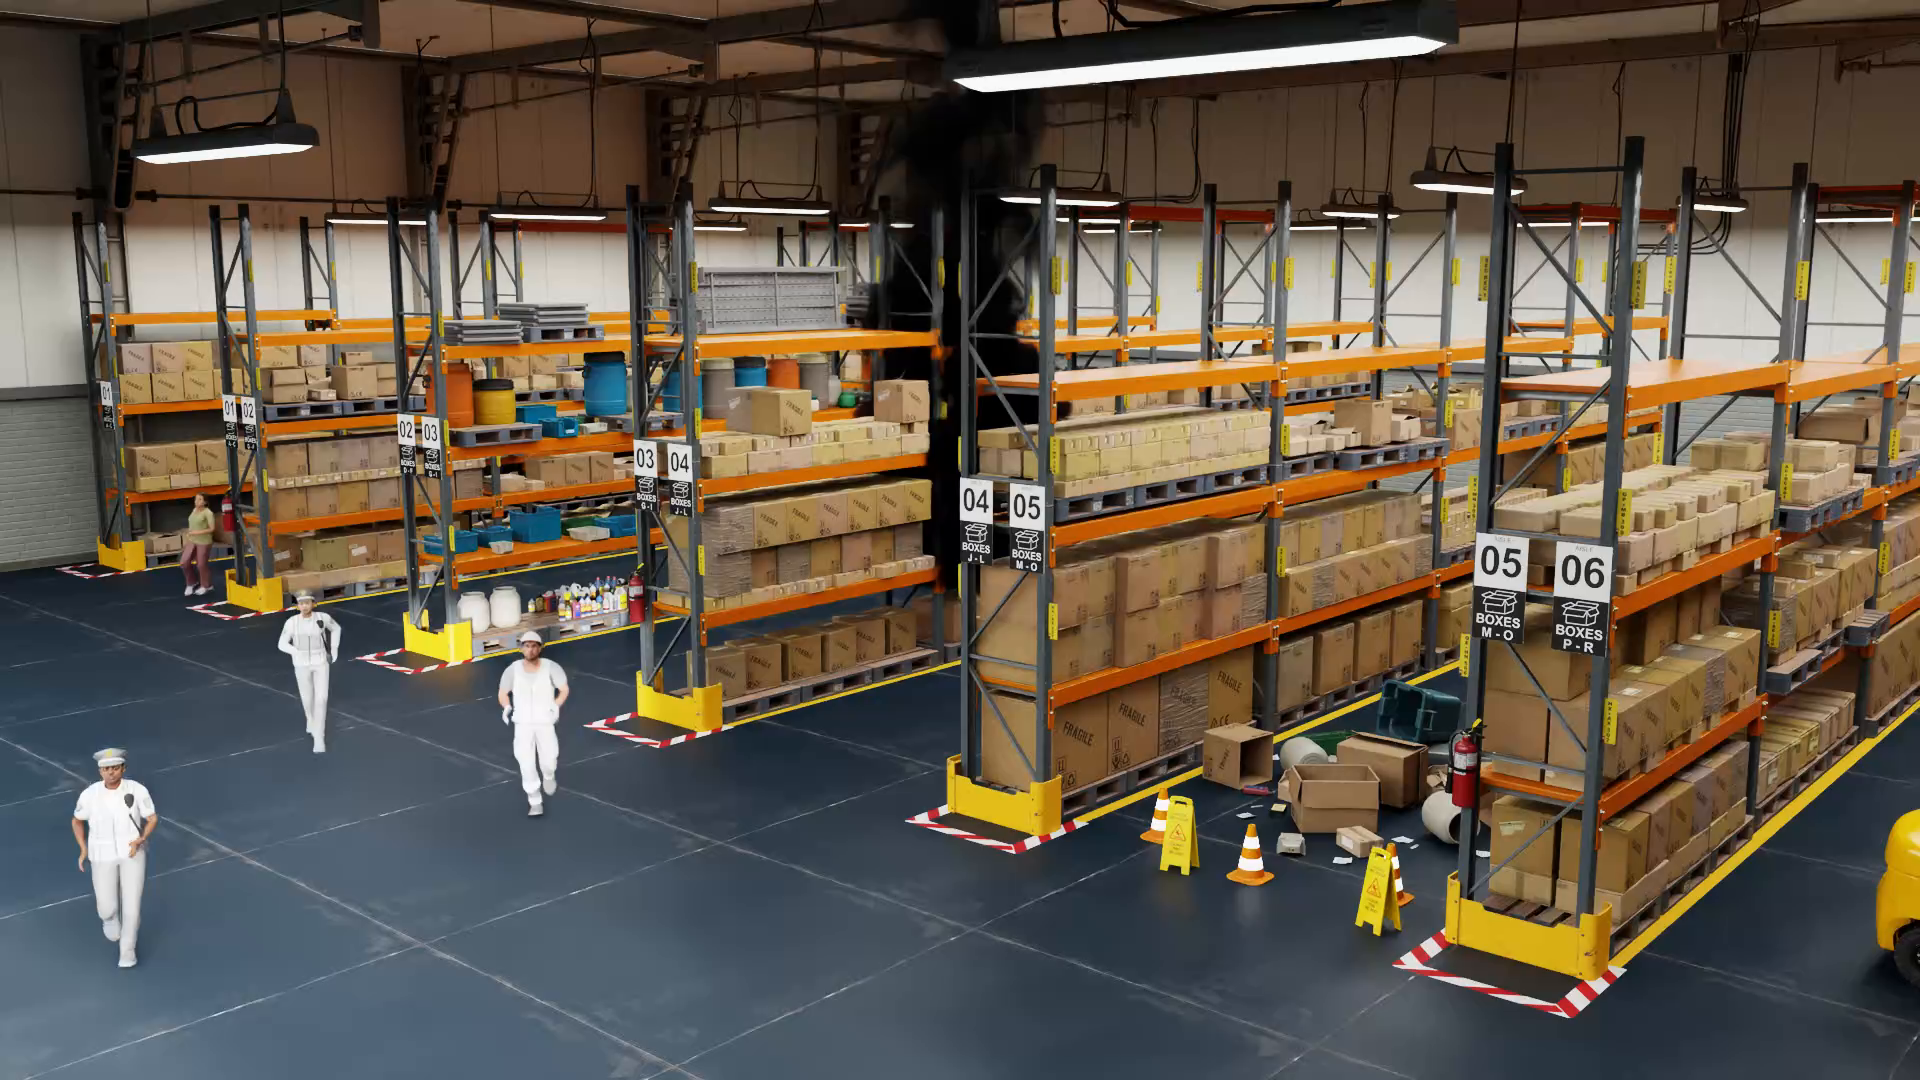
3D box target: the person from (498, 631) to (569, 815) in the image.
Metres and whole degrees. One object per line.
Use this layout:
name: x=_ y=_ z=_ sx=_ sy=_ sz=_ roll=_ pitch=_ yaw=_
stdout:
person: x=-4.031 y=1.716 z=15.741 sx=0.654 sy=1.735 sz=0.621 roll=-2 pitch=10 yaw=-10

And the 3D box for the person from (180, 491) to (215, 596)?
person: x=-11.858 y=0.056 z=25.982 sx=0.590 sy=1.656 sz=0.593 roll=2 pitch=10 yaw=14

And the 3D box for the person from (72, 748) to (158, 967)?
person: x=-6.238 y=2.336 z=12.314 sx=0.575 sy=1.657 sz=0.559 roll=-4 pitch=10 yaw=-25

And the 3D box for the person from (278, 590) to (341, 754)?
person: x=-6.997 y=1.372 z=17.932 sx=0.622 sy=1.725 sz=0.855 roll=-3 pitch=10 yaw=-16
